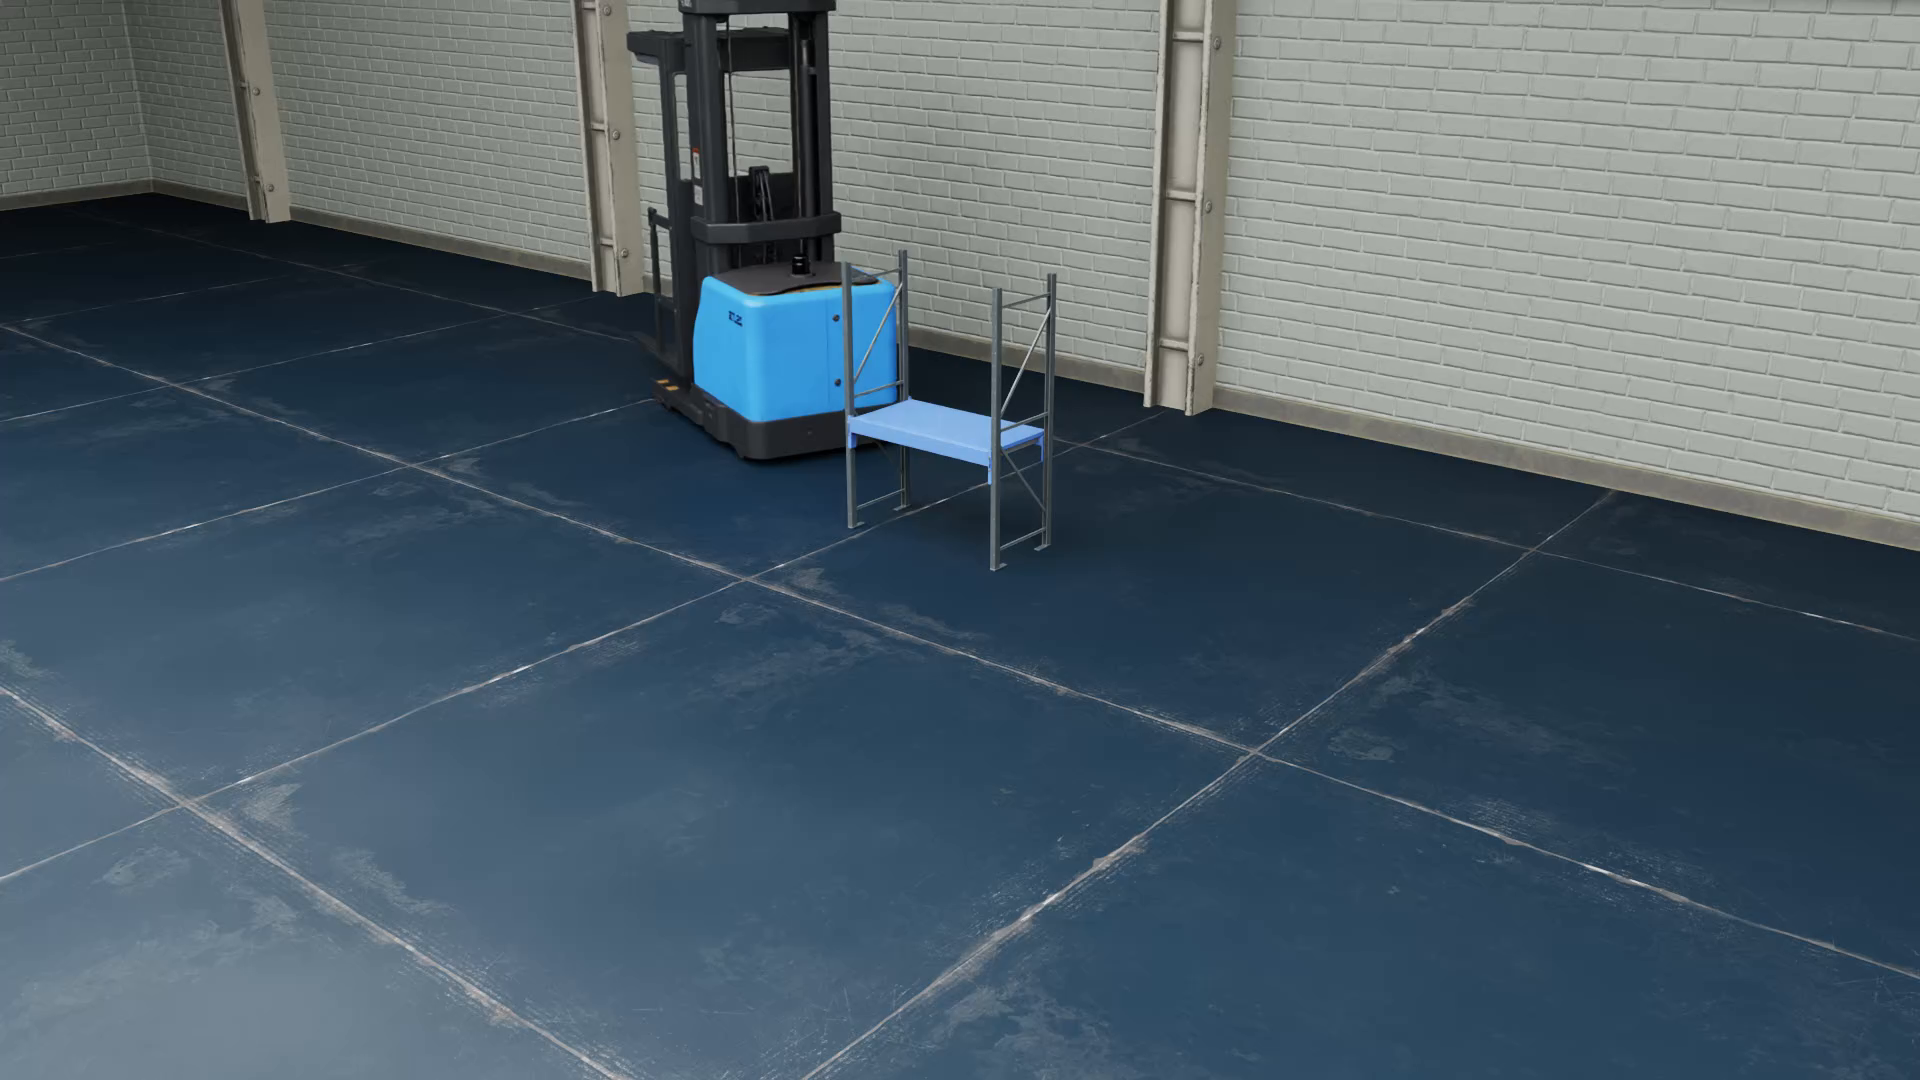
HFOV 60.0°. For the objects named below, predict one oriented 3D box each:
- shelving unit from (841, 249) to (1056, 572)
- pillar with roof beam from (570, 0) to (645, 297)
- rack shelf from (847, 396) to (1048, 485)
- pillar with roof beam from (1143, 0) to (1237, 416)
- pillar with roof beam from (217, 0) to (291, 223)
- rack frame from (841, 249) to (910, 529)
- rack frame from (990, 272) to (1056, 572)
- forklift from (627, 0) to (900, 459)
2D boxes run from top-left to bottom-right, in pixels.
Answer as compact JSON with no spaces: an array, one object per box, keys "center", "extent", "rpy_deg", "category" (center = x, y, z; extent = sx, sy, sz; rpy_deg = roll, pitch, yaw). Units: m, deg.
[{"center":[-0.066,-0.721,8.954],"extent":[1.048,1.500,0.538],"rpy_deg":[16,26,36],"category":"shelving unit"},{"center":[-5.837,-5.311,10.498],"extent":[0.400,9.000,9.100],"rpy_deg":[16,26,36],"category":"pillar with roof beam"},{"center":[-0.066,-0.552,9.017],"extent":[1.000,0.185,0.538],"rpy_deg":[16,26,36],"category":"rack shelf"},{"center":[-1.188,-3.972,6.948],"extent":[0.400,9.000,9.100],"rpy_deg":[16,26,36],"category":"pillar with roof beam"},{"center":[-10.485,-6.649,14.048],"extent":[0.400,9.000,9.100],"rpy_deg":[16,26,36],"category":"pillar with roof beam"},{"center":[-0.460,-0.834,9.255],"extent":[0.032,1.500,0.500],"rpy_deg":[16,26,36],"category":"rack frame"},{"center":[0.328,-0.607,8.653],"extent":[0.032,1.500,0.500],"rpy_deg":[16,26,36],"category":"rack frame"},{"center":[-1.526,-2.346,11.235],"extent":[1.130,2.935,3.031],"rpy_deg":[-11,23,-26],"category":"forklift"}]
